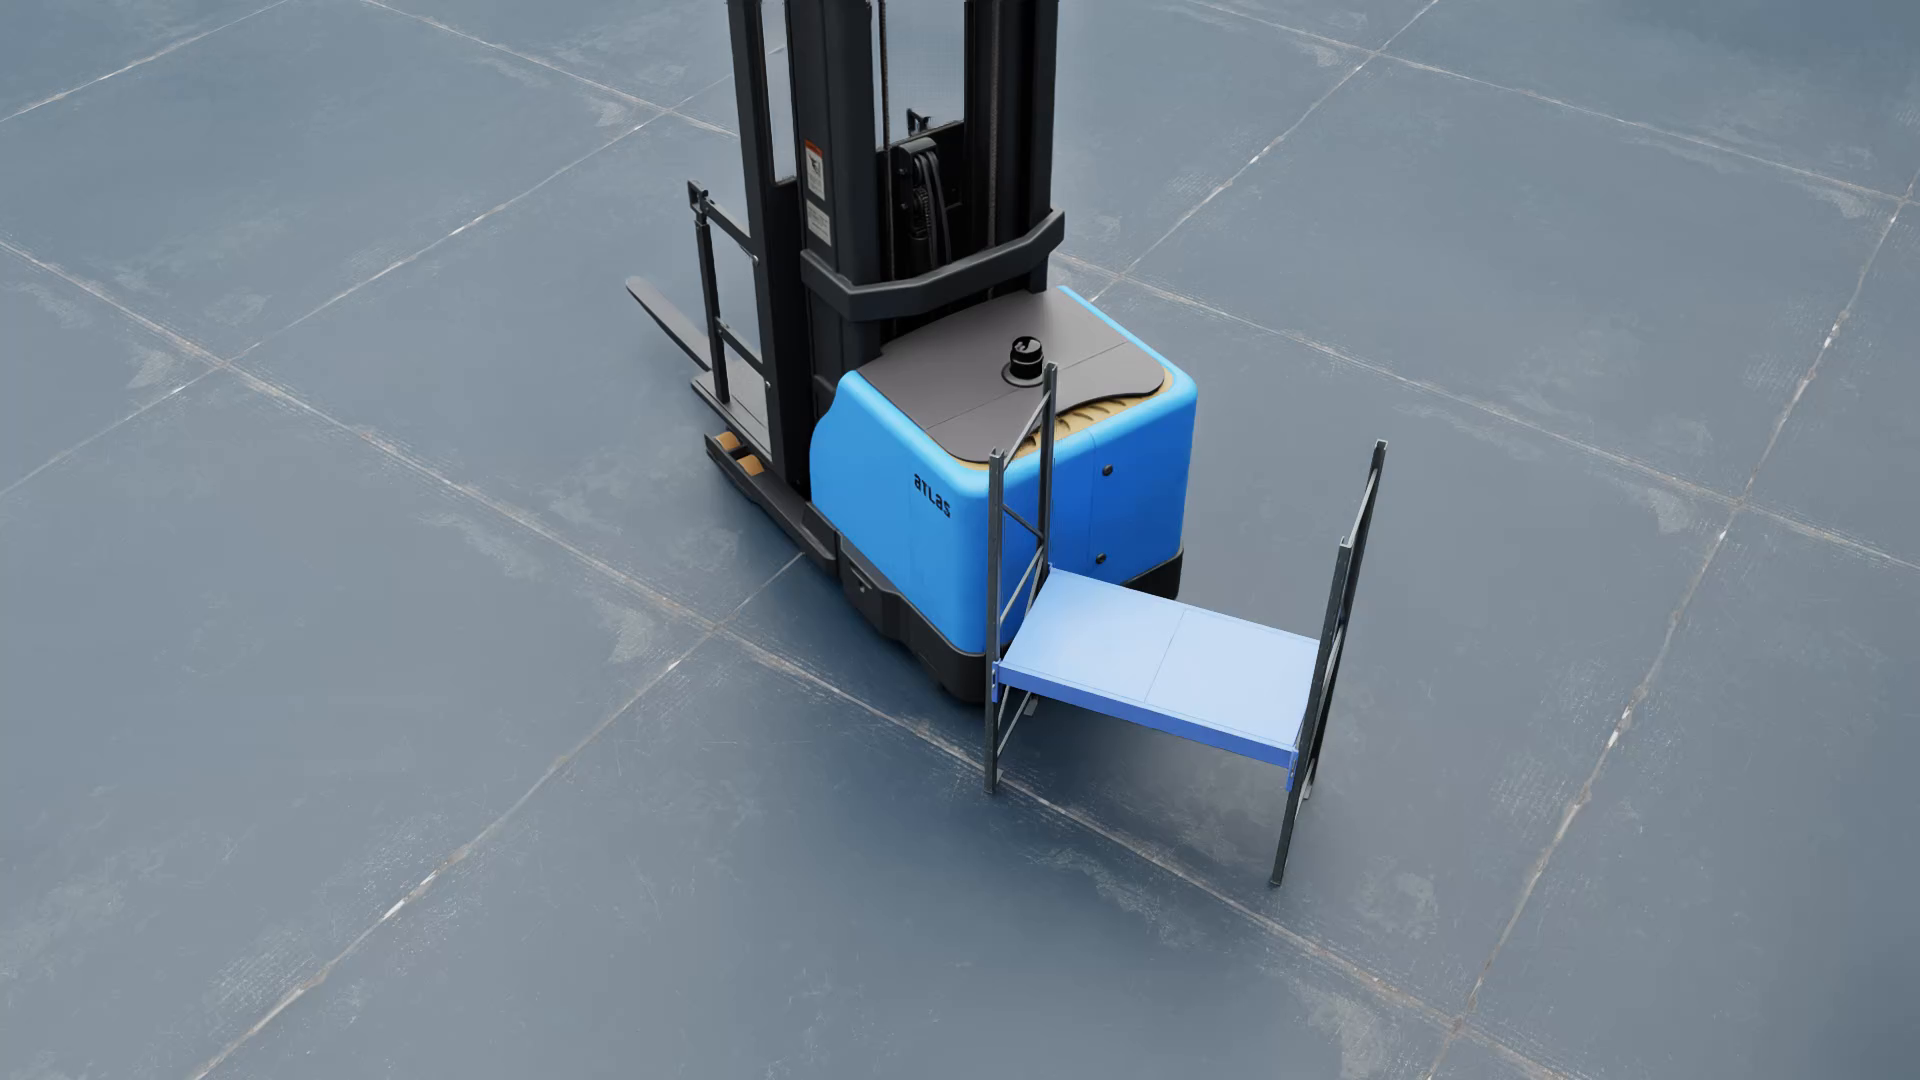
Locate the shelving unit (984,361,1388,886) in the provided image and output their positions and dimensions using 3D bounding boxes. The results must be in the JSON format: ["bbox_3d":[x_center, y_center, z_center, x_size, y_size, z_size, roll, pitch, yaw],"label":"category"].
[{"bbox_3d":[0.662,0.294,5.297,1.048,1.500,0.538,15,44,16],"label":"shelving unit"}]

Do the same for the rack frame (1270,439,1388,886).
[{"bbox_3d":[1.133,0.423,5.153,0.032,1.500,0.500,15,44,16],"label":"rack frame"}]

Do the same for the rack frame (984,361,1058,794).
[{"bbox_3d":[0.192,0.166,5.440,0.032,1.500,0.500,15,44,16],"label":"rack frame"}]

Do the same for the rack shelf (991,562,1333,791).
[{"bbox_3d":[0.662,0.428,5.417,1.000,0.185,0.538,15,44,16],"label":"rack shelf"}]

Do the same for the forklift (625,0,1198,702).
[{"bbox_3d":[-0.420,-1.450,6.172,1.130,2.935,3.031,-25,48,-26],"label":"forklift"}]
